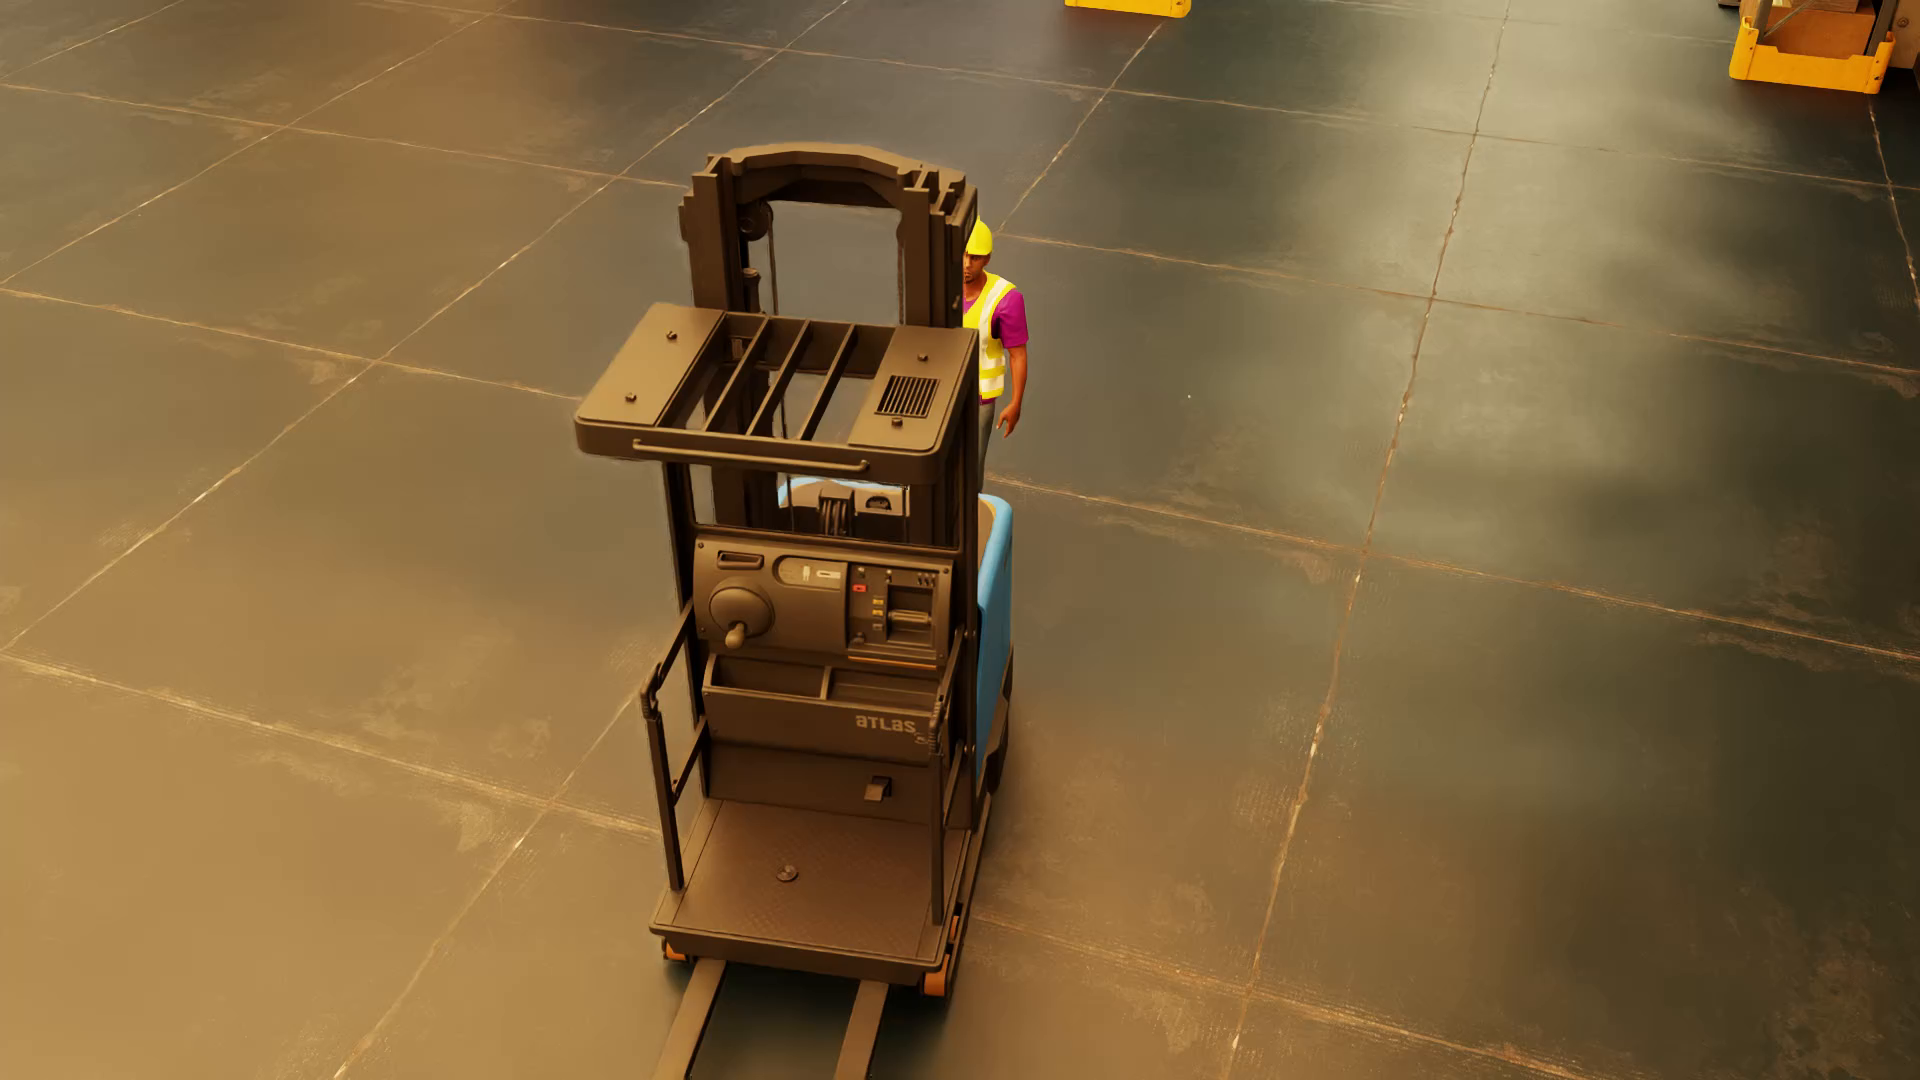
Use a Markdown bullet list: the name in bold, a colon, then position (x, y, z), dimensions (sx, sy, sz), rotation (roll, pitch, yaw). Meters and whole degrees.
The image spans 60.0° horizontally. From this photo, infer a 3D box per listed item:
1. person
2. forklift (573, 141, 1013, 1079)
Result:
- **person**: position (-0.028, -0.689, 8.077), dimensions (0.666, 1.768, 0.575), rotation (12, 37, 16)
- **forklift**: position (-0.523, 0.284, 5.710), dimensions (1.130, 2.935, 3.031), rotation (6, 36, 8)
